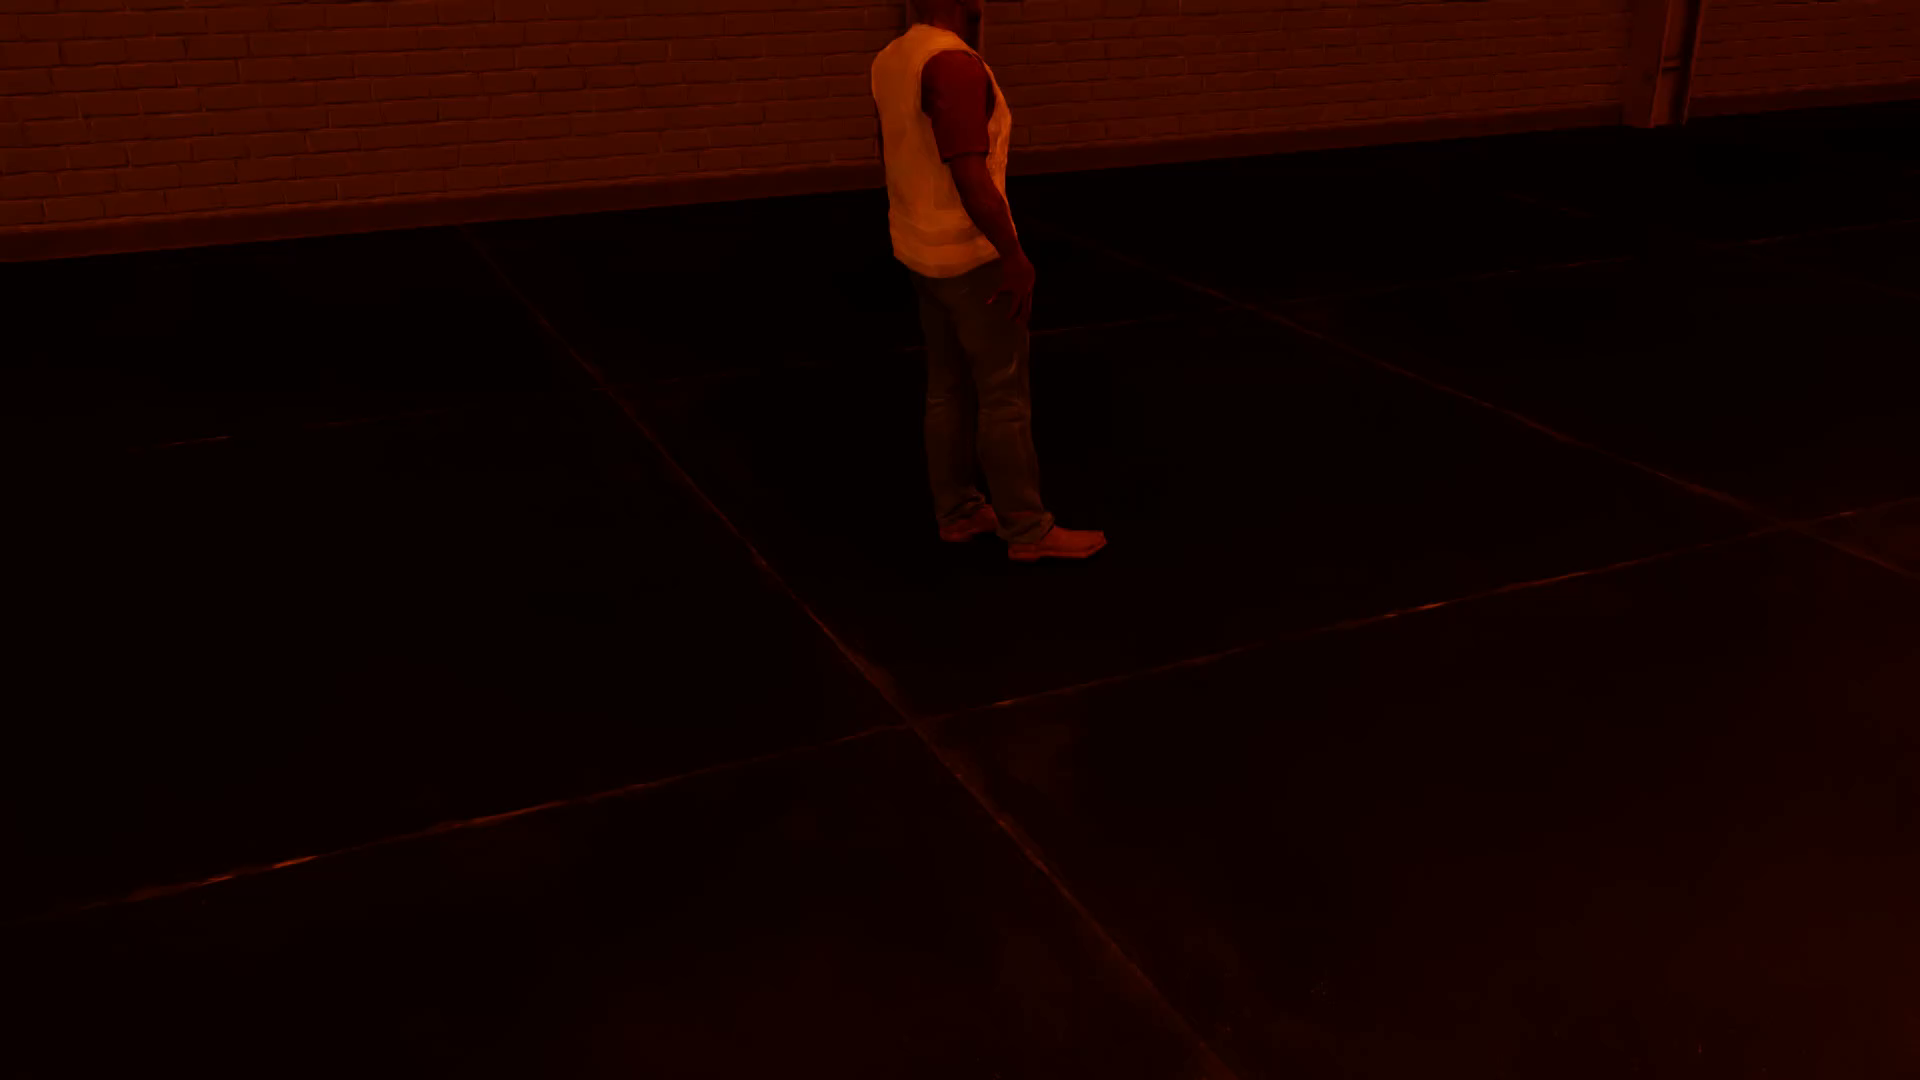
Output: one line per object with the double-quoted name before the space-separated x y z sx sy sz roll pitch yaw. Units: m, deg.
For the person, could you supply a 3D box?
"person" 0.065 -0.831 4.788 0.576 1.765 0.665 -10 25 -23
